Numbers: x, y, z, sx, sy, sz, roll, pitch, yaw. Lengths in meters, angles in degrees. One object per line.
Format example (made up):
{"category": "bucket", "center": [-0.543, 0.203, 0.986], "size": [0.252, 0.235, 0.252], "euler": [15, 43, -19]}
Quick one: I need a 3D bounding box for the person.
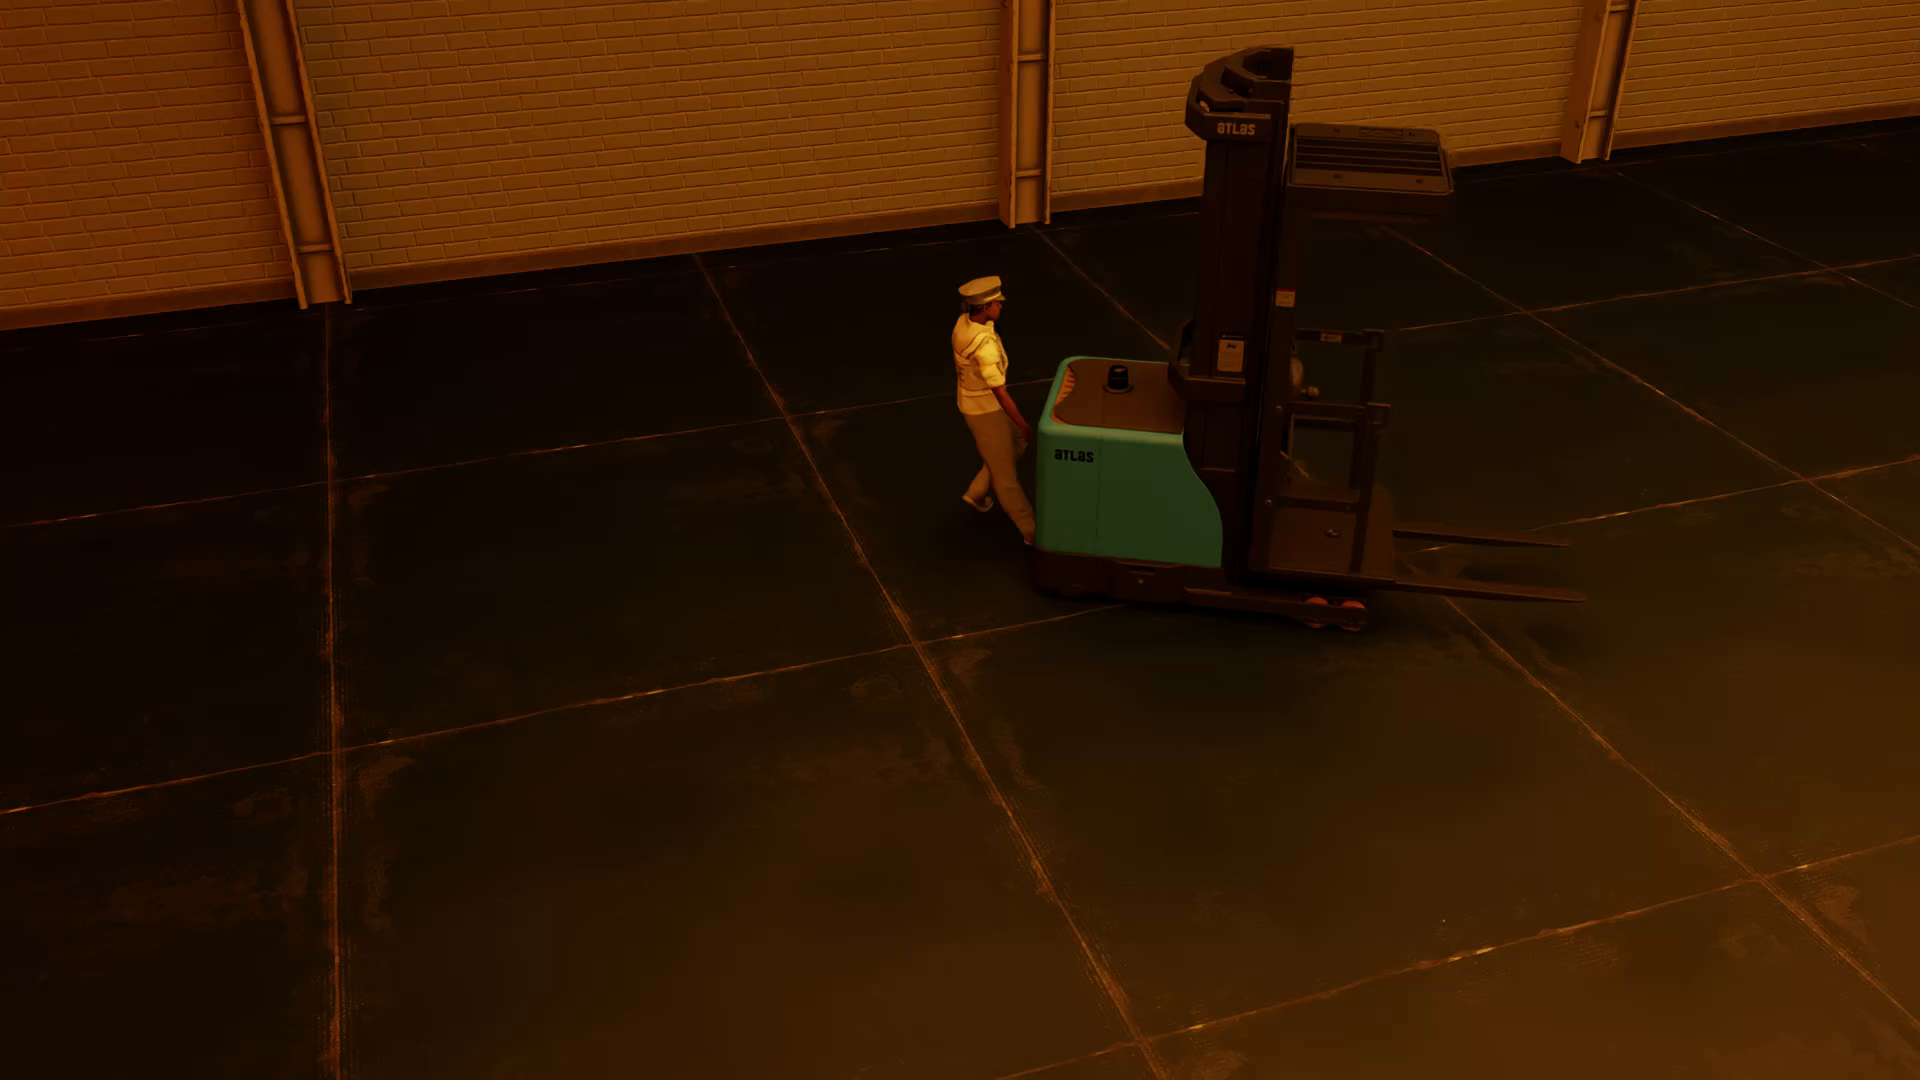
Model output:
{"category": "person", "center": [0.305, -0.792, 9.796], "size": [0.682, 1.586, 0.657], "euler": [-4, 30, -6]}

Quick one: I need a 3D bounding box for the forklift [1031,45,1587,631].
{"category": "forklift", "center": [1.975, -1.056, 8.923], "size": [3.031, 2.935, 1.130], "euler": [6, 30, 10]}
